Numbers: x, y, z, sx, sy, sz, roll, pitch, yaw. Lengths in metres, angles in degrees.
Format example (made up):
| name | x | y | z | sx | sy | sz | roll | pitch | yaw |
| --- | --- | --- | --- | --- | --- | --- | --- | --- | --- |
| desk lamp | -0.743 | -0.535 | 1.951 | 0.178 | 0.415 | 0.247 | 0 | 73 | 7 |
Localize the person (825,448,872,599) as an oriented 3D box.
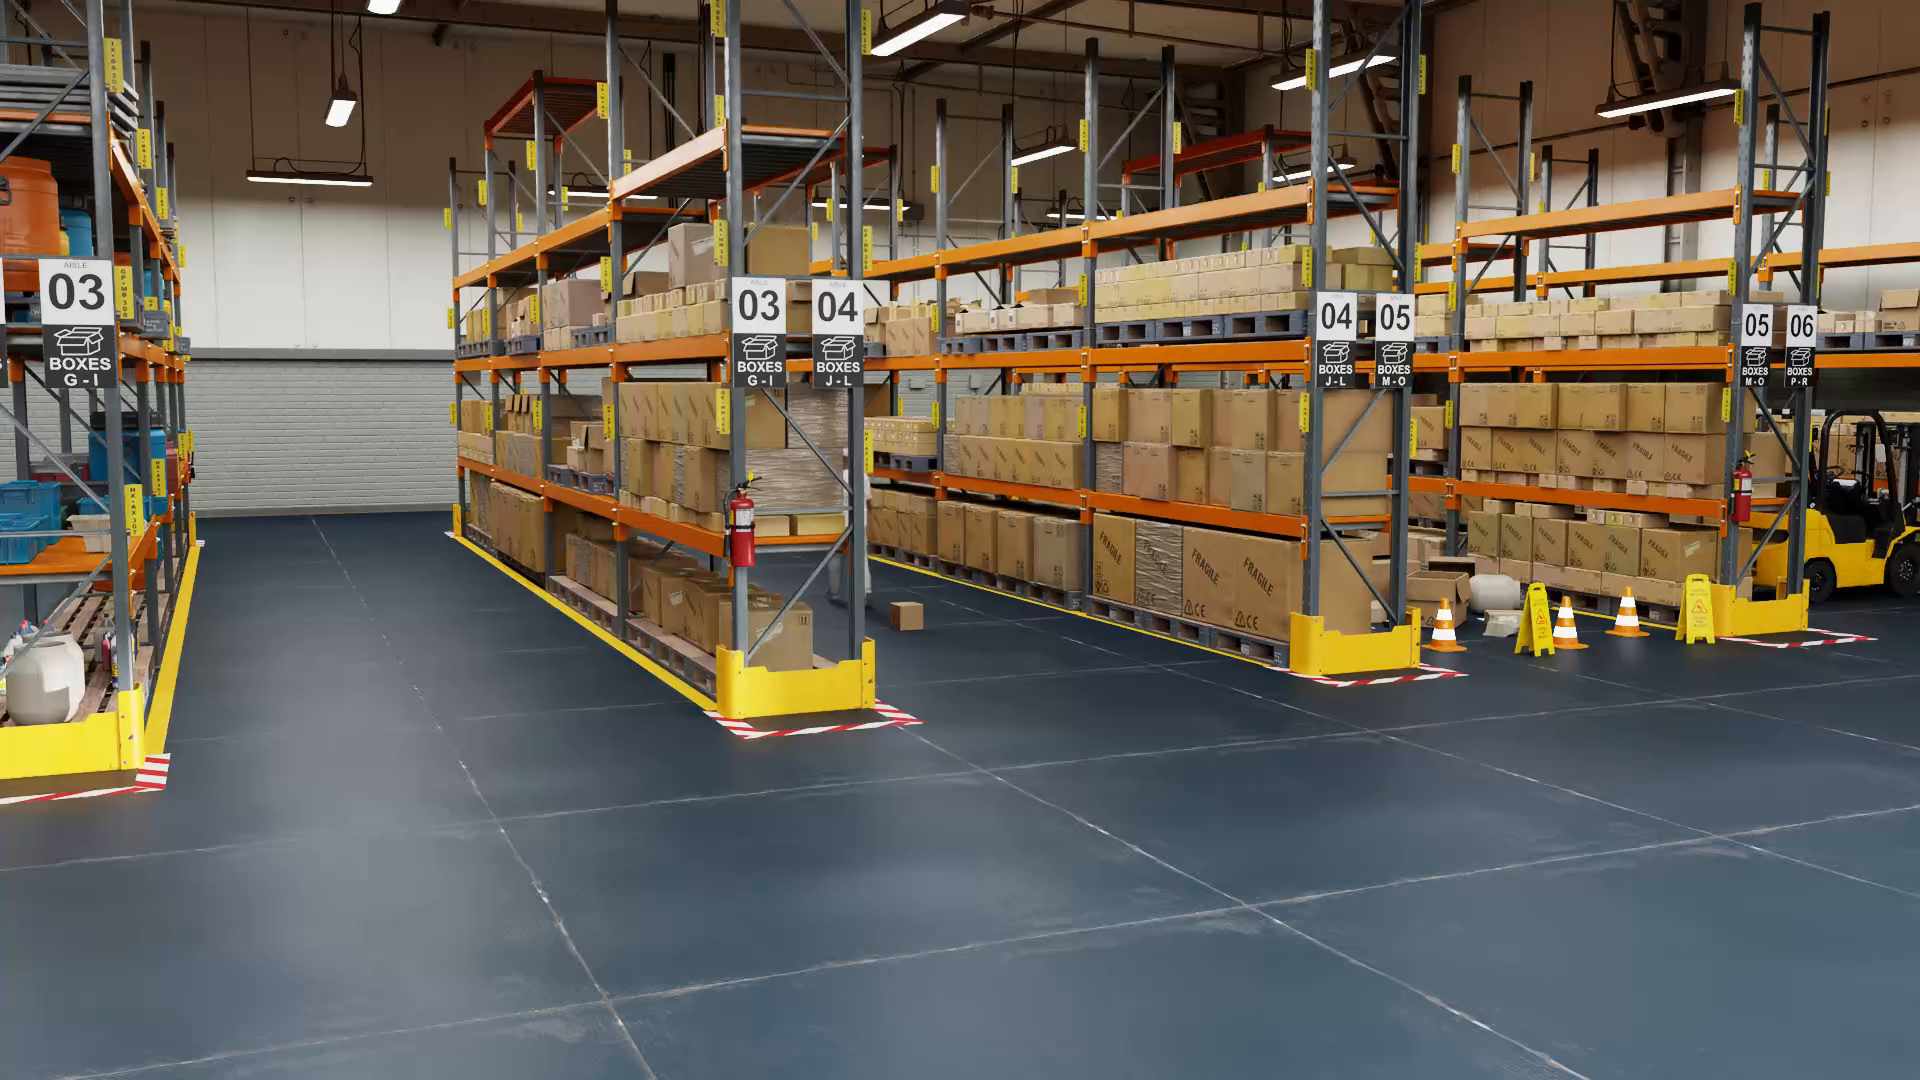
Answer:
| name | x | y | z | sx | sy | sz | roll | pitch | yaw |
| --- | --- | --- | --- | --- | --- | --- | --- | --- | --- |
| person | -1.238 | -0.181 | 18.484 | 0.532 | 1.725 | 1.050 | -2 | 6 | -18 |
